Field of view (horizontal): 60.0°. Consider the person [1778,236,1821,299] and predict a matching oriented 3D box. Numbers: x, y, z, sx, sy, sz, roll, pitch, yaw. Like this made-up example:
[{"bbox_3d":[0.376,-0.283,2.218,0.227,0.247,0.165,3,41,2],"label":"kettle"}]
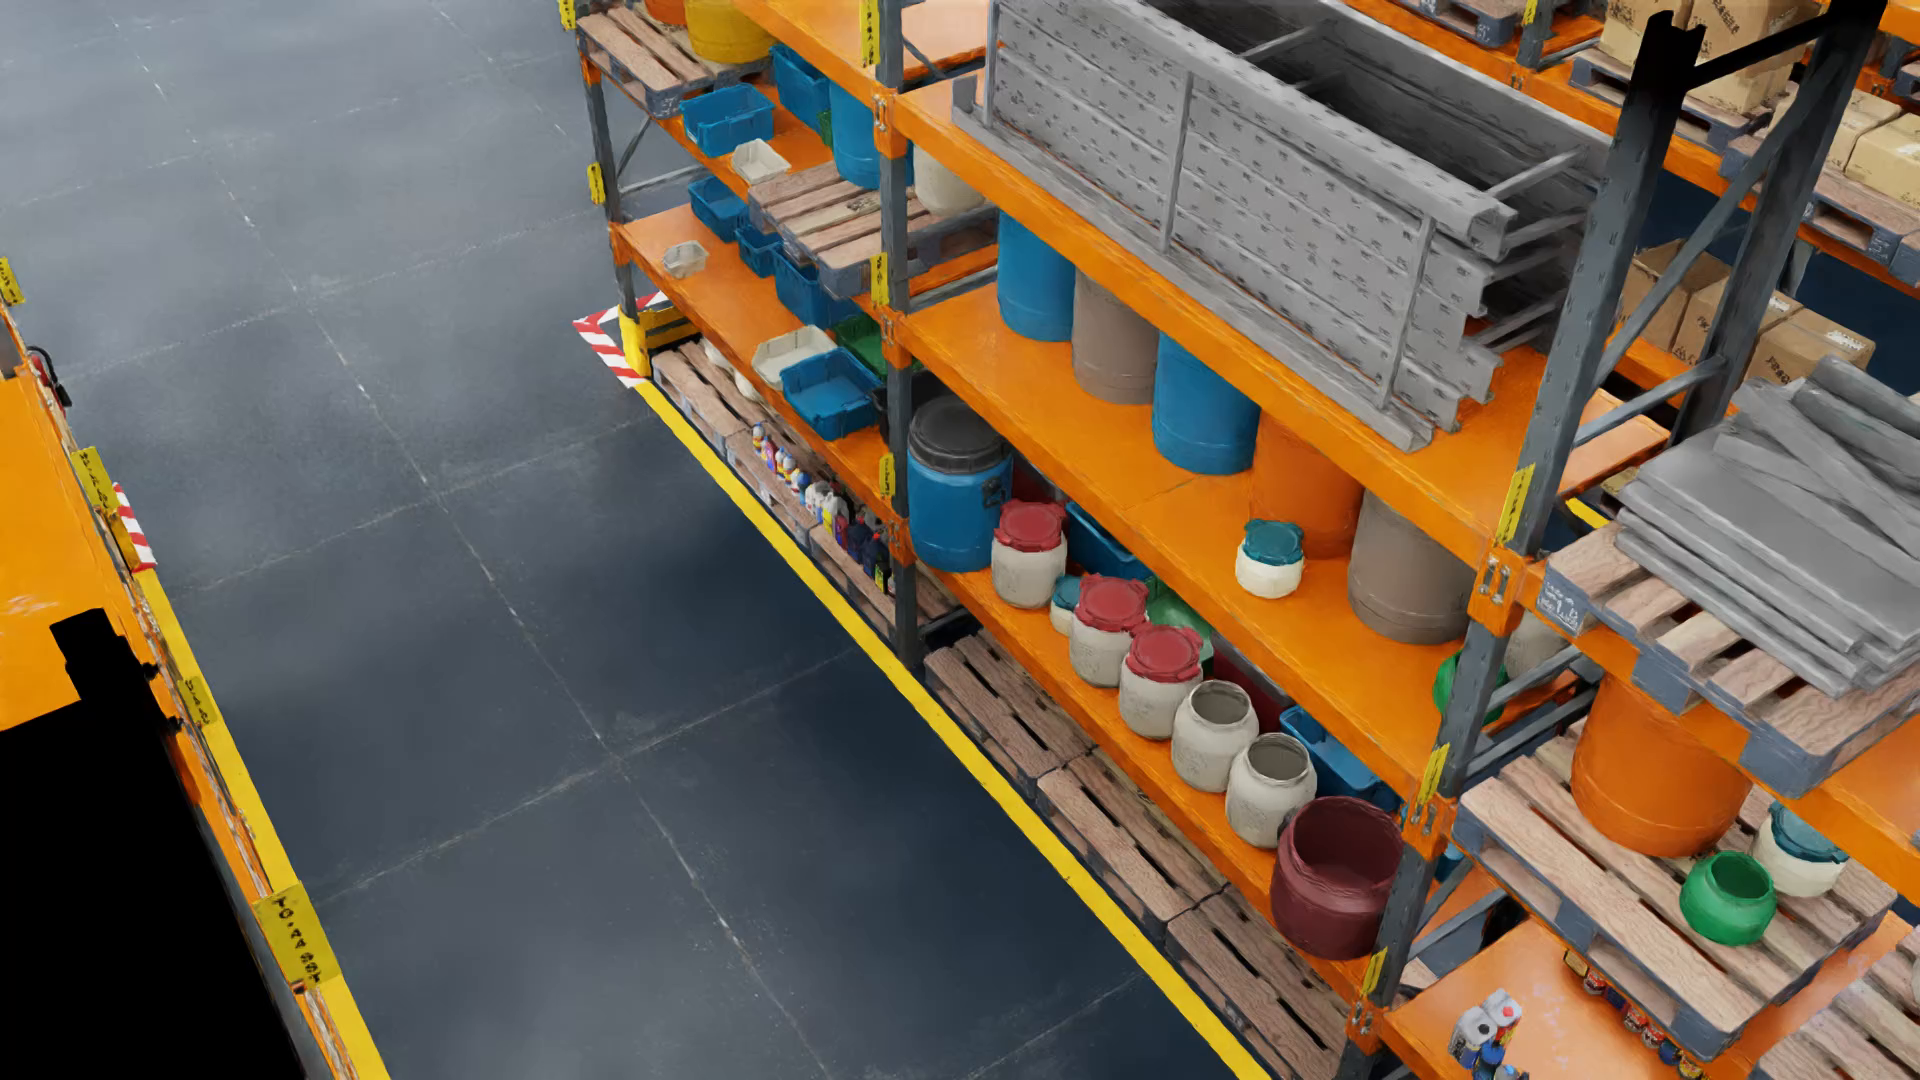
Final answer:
[{"bbox_3d":[6.555,-2.429,13.140,0.540,1.679,0.451,19,46,20],"label":"person"}]
